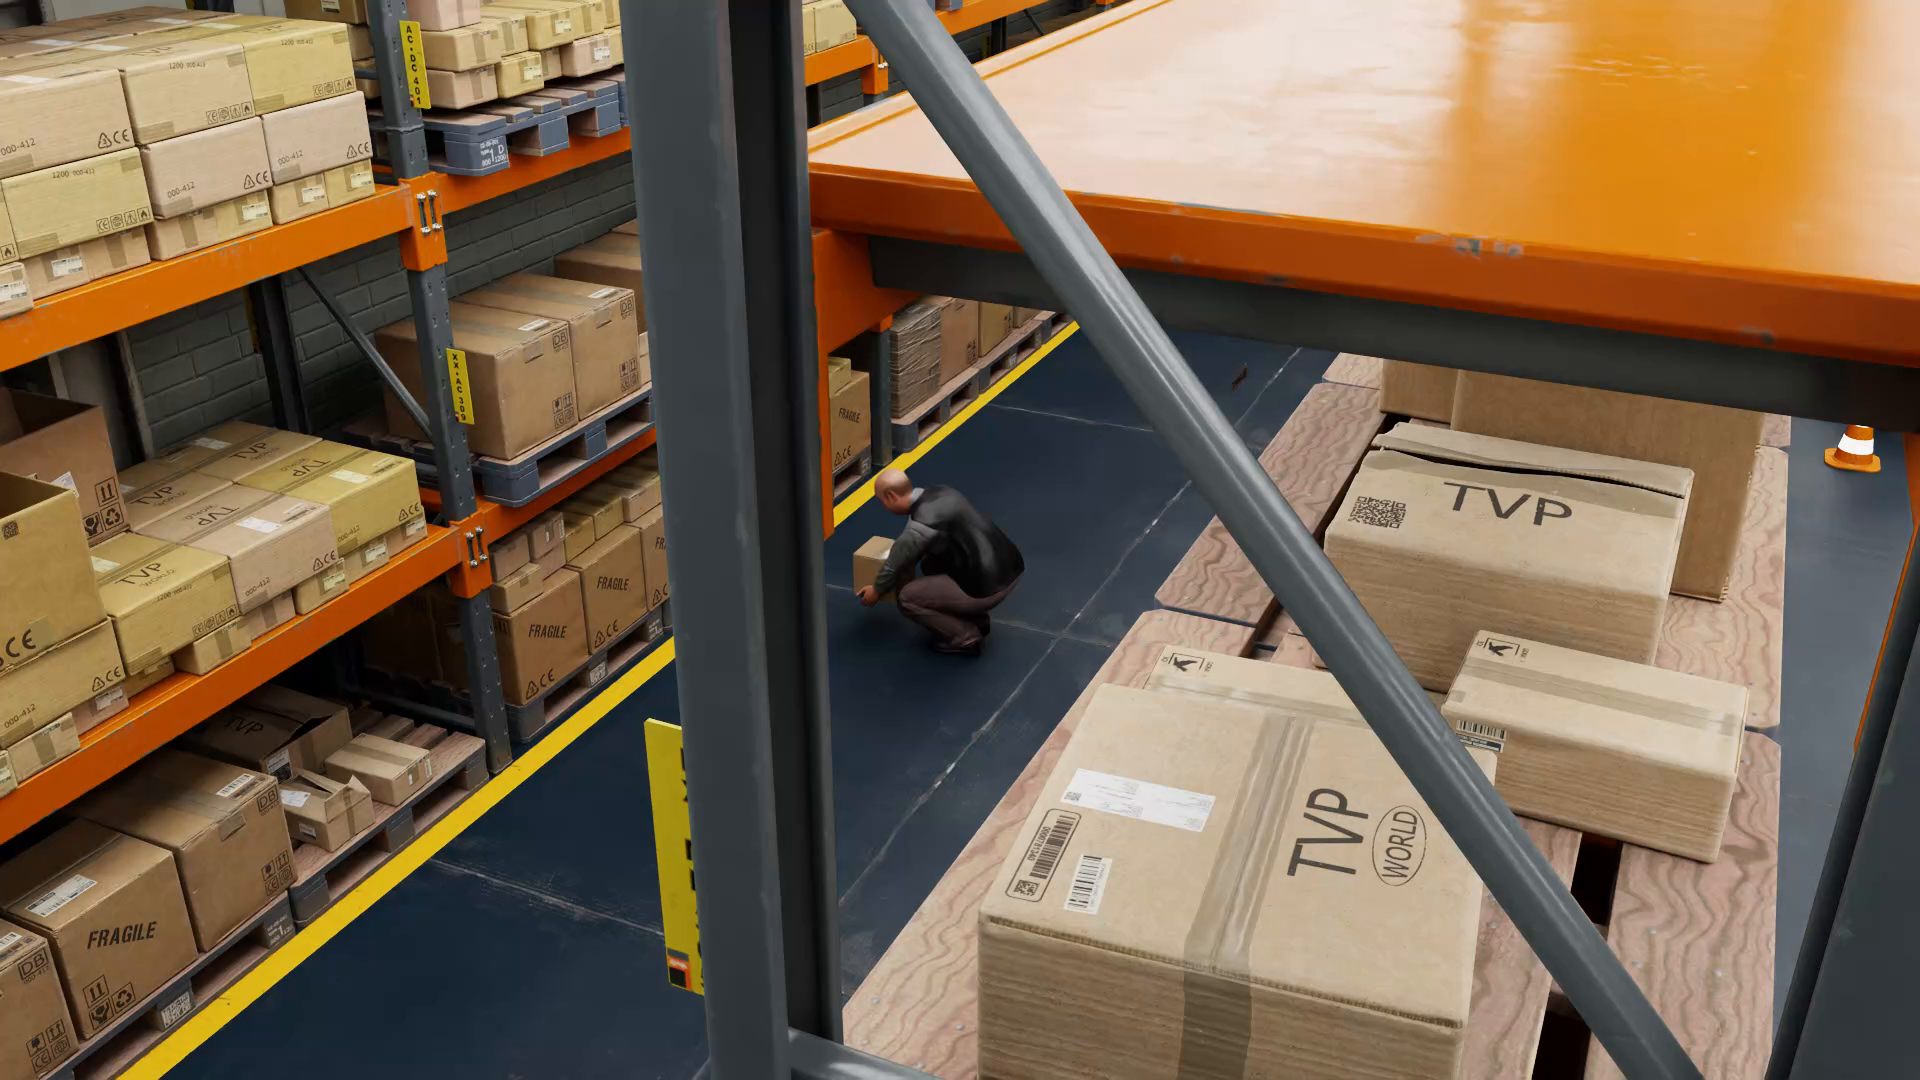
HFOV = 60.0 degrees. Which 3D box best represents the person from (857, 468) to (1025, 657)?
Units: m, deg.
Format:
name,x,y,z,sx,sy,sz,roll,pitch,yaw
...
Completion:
name,x,y,z,sx,sy,sz,roll,pitch,yaw
person,-0.106,0.134,8.857,0.868,0.868,0.520,11,28,22
